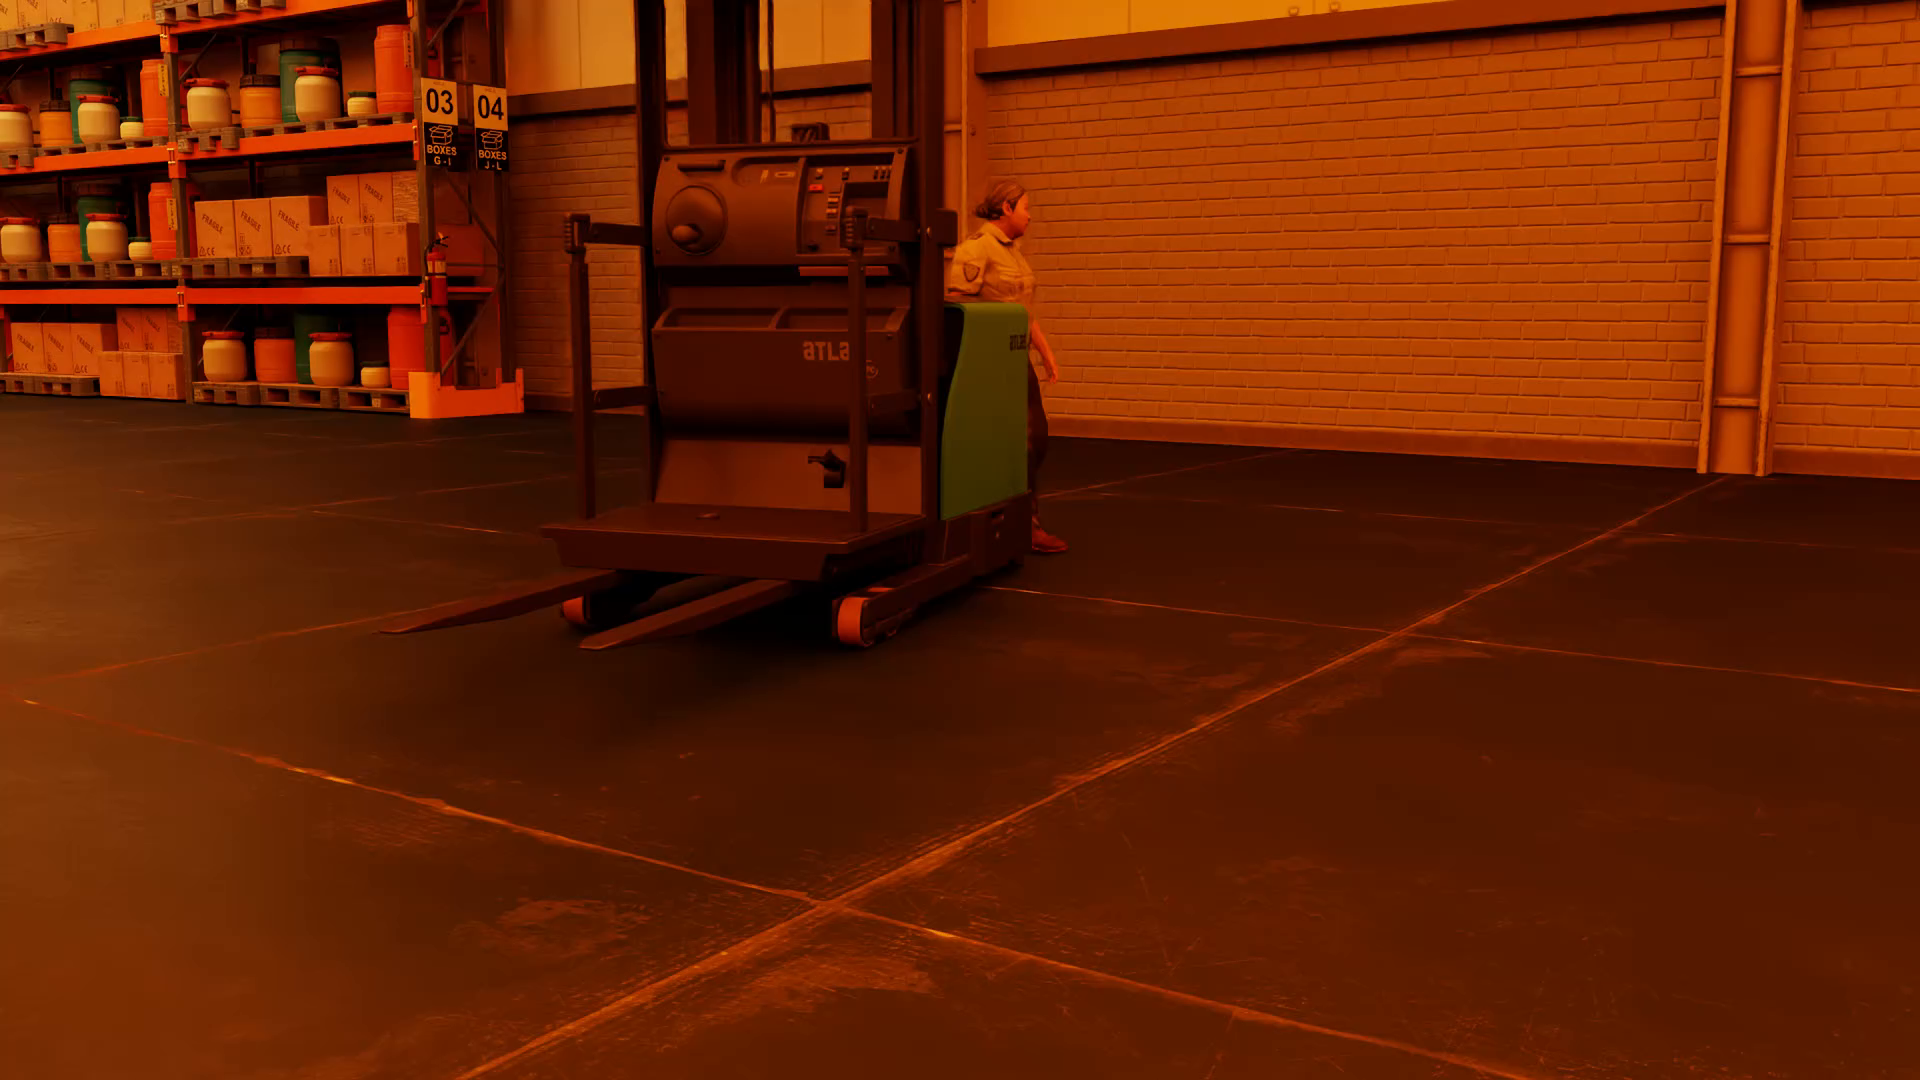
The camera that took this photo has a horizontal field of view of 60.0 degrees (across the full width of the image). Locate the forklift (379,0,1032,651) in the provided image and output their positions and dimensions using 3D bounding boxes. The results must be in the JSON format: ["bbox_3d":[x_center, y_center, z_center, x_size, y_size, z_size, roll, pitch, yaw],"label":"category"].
[{"bbox_3d":[-0.691,-1.177,5.469,1.130,2.935,3.031,3,9,20],"label":"forklift"}]

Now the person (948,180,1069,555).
[{"bbox_3d":[0.274,-0.771,7.349,0.593,1.595,0.689,4,9,23],"label":"person"}]
